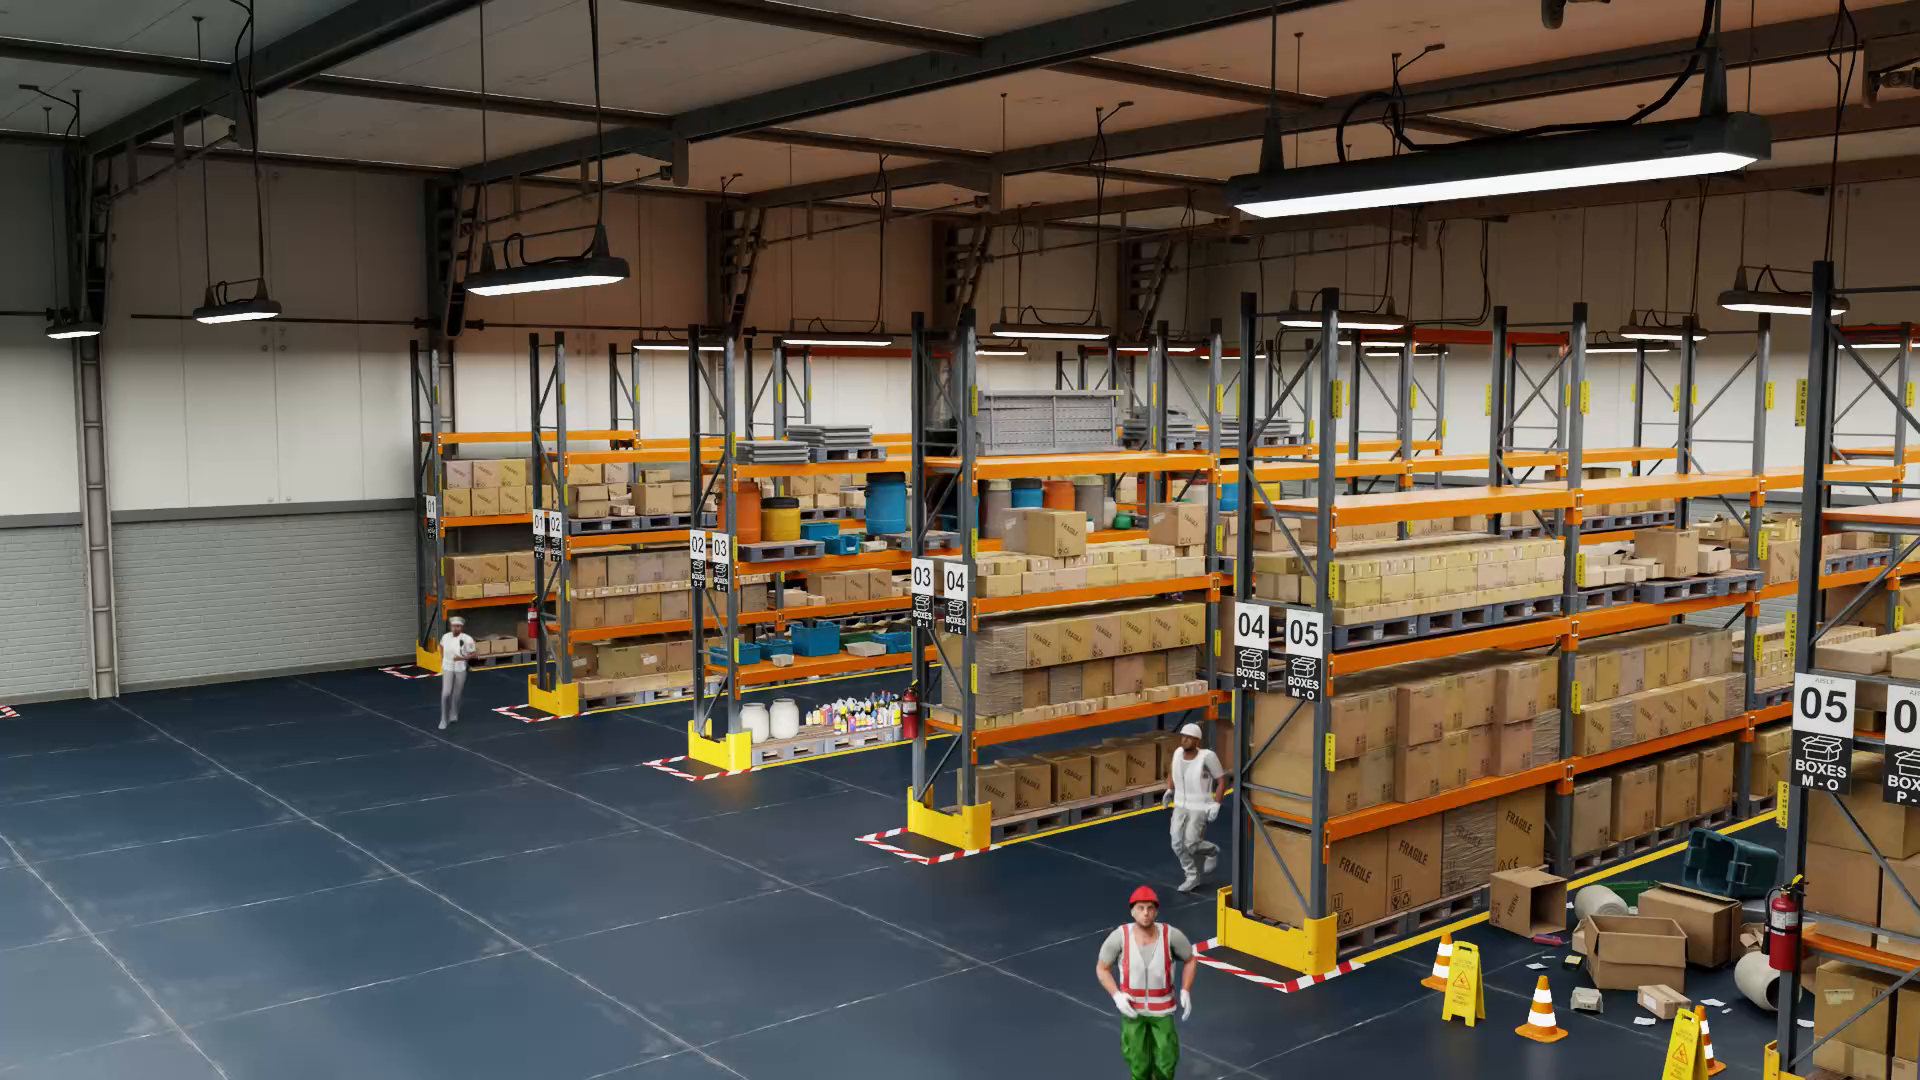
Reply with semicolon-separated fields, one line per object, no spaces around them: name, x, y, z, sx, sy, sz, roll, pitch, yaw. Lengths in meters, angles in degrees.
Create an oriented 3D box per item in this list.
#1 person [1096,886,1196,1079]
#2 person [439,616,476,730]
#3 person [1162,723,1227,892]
person;1.288;3.240;11.530;0.695;1.727;0.570;1;5;6
person;-7.627;2.004;25.241;0.549;1.748;0.712;-1;5;-9
person;2.422;2.732;17.122;0.686;1.728;0.620;5;7;43
